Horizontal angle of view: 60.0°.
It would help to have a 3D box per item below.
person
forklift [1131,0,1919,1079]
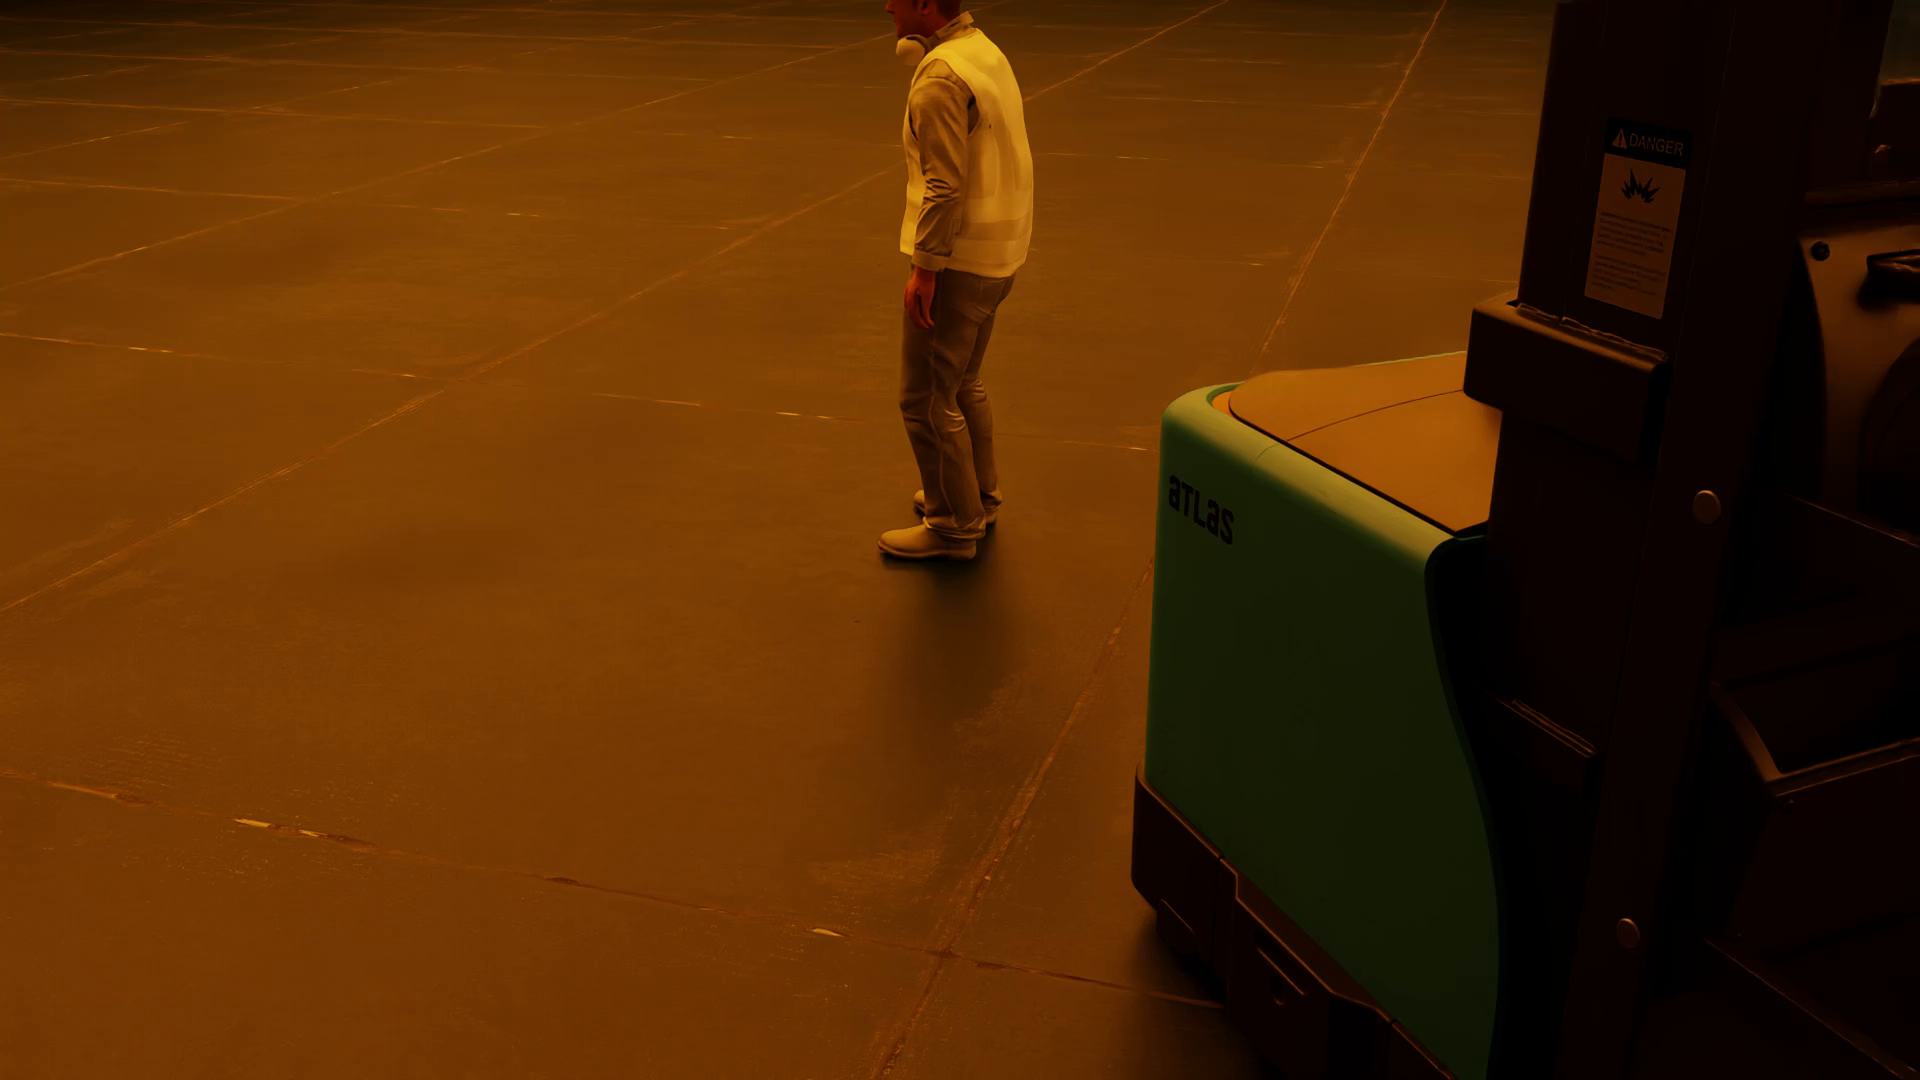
[{"bbox_3d":[-0.026,-0.817,4.781,0.463,1.770,0.580,6,23,14],"label":"person"},{"bbox_3d":[1.394,-0.187,1.733,1.130,2.935,3.031,-9,24,-22],"label":"forklift"}]
